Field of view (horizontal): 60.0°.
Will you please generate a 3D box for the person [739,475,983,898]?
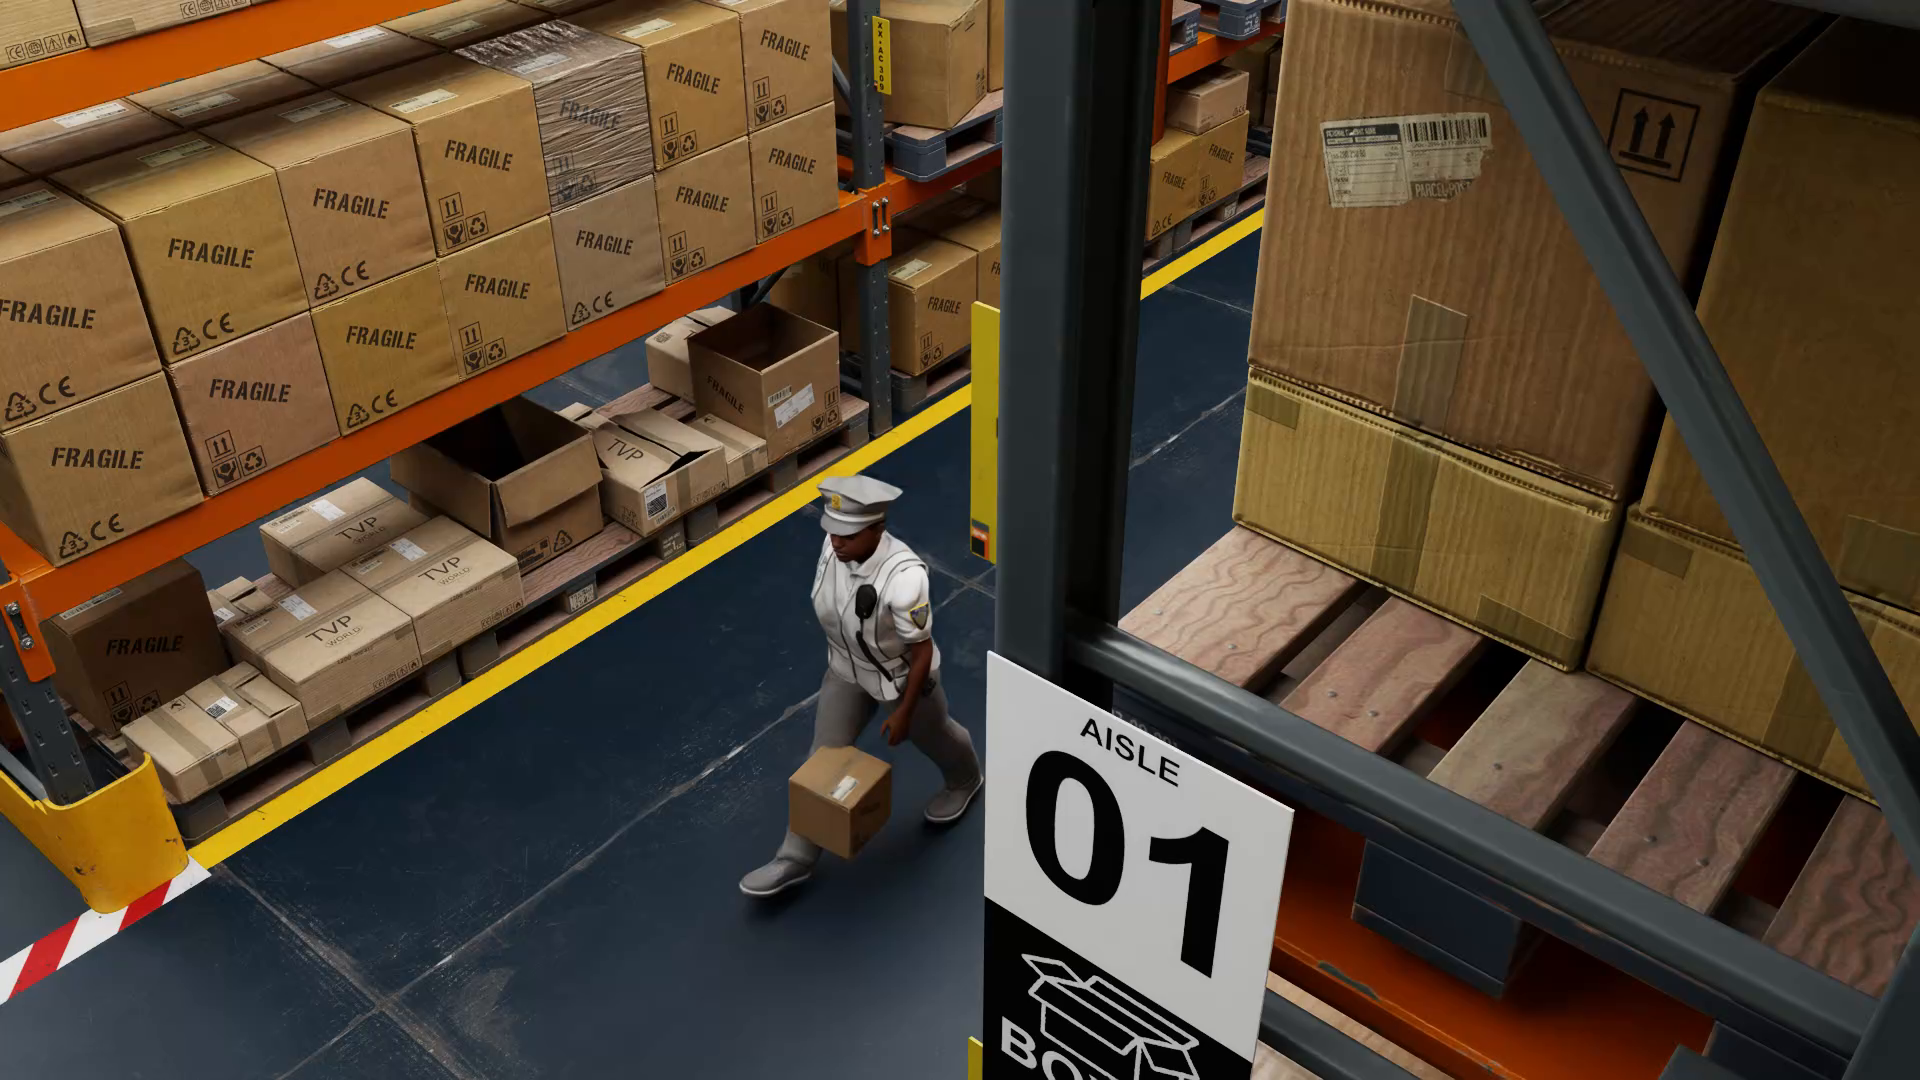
[{"bbox_3d":[-0.292,0.467,5.482,0.462,1.607,1.023,25,42,31],"label":"person"}]
